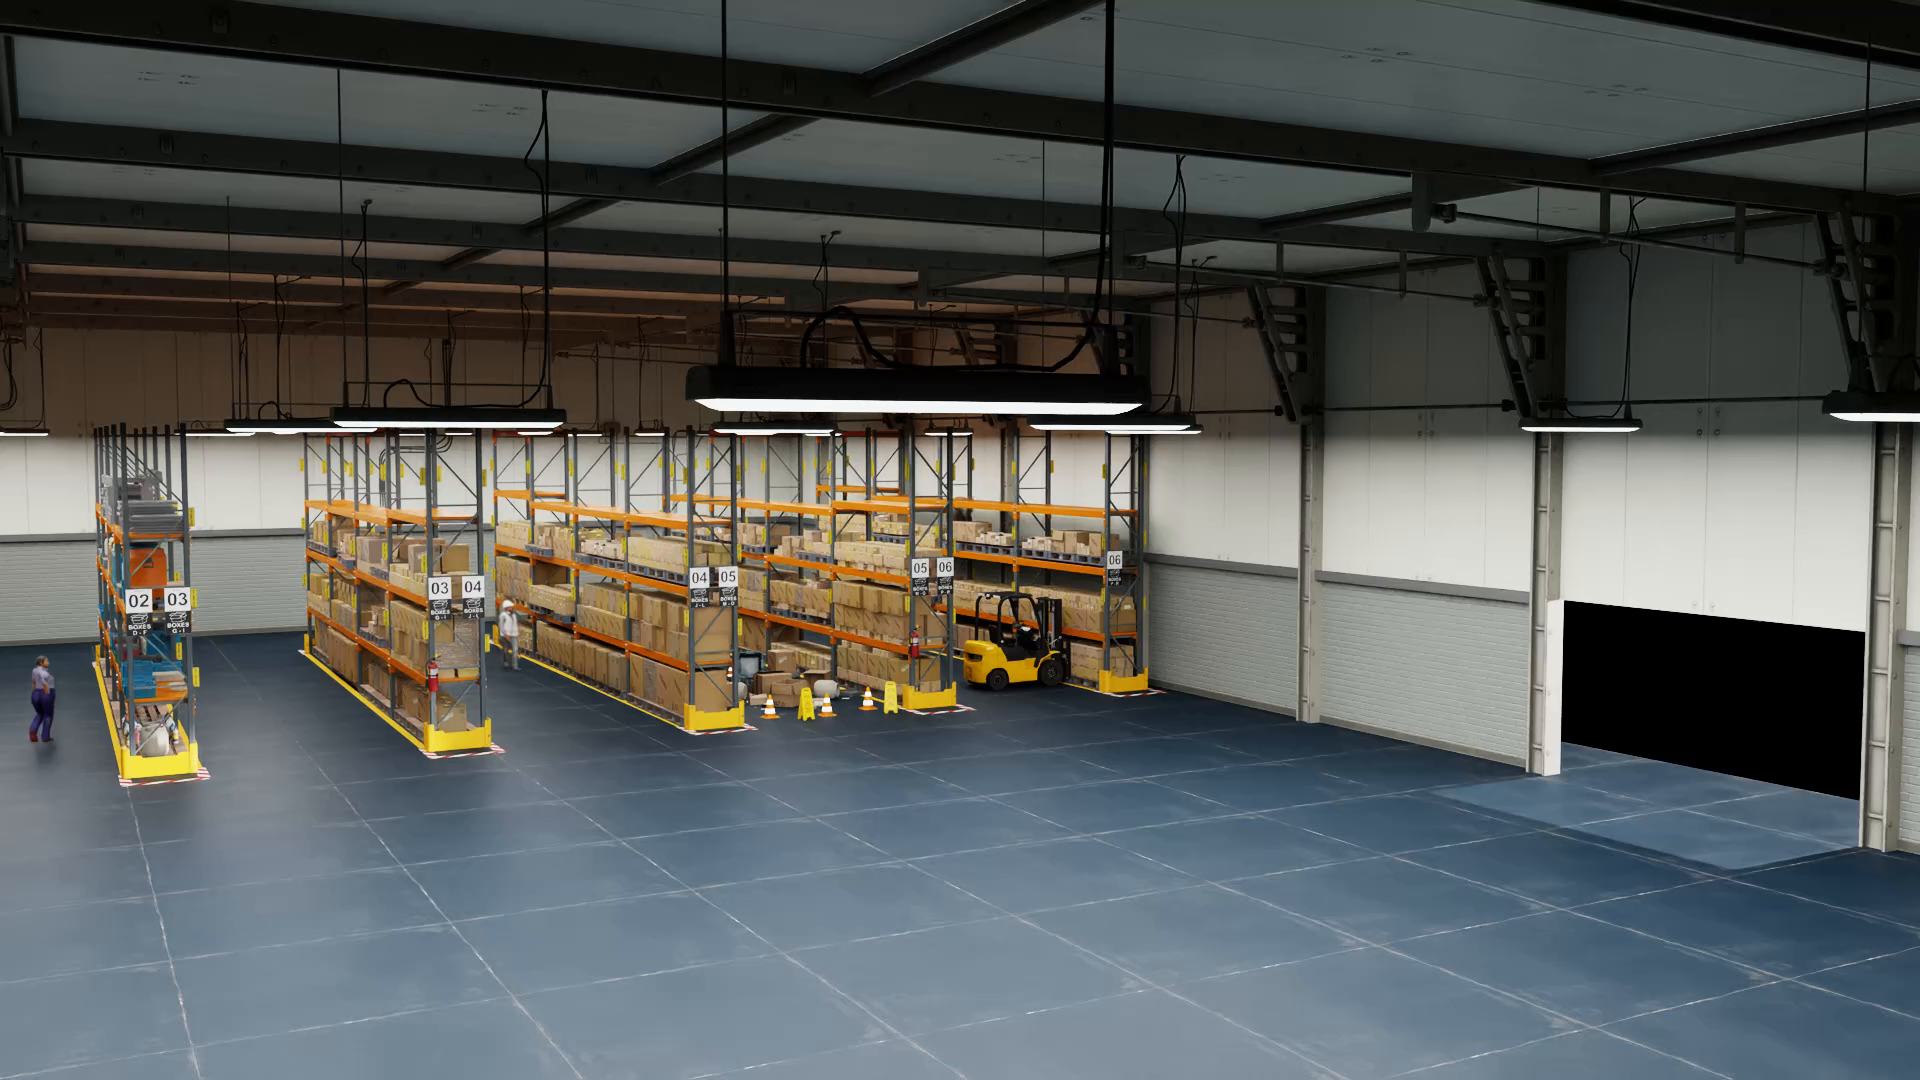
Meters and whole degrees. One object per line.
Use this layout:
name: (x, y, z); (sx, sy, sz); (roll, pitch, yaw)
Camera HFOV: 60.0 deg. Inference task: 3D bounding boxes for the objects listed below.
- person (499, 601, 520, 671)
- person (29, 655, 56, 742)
person: (-11.155, 2.367, 41.144); (0.483, 1.737, 1.003); (-1, 4, -23)
person: (-17.305, 3.025, 31.346); (0.480, 1.571, 0.476); (0, 3, 7)
